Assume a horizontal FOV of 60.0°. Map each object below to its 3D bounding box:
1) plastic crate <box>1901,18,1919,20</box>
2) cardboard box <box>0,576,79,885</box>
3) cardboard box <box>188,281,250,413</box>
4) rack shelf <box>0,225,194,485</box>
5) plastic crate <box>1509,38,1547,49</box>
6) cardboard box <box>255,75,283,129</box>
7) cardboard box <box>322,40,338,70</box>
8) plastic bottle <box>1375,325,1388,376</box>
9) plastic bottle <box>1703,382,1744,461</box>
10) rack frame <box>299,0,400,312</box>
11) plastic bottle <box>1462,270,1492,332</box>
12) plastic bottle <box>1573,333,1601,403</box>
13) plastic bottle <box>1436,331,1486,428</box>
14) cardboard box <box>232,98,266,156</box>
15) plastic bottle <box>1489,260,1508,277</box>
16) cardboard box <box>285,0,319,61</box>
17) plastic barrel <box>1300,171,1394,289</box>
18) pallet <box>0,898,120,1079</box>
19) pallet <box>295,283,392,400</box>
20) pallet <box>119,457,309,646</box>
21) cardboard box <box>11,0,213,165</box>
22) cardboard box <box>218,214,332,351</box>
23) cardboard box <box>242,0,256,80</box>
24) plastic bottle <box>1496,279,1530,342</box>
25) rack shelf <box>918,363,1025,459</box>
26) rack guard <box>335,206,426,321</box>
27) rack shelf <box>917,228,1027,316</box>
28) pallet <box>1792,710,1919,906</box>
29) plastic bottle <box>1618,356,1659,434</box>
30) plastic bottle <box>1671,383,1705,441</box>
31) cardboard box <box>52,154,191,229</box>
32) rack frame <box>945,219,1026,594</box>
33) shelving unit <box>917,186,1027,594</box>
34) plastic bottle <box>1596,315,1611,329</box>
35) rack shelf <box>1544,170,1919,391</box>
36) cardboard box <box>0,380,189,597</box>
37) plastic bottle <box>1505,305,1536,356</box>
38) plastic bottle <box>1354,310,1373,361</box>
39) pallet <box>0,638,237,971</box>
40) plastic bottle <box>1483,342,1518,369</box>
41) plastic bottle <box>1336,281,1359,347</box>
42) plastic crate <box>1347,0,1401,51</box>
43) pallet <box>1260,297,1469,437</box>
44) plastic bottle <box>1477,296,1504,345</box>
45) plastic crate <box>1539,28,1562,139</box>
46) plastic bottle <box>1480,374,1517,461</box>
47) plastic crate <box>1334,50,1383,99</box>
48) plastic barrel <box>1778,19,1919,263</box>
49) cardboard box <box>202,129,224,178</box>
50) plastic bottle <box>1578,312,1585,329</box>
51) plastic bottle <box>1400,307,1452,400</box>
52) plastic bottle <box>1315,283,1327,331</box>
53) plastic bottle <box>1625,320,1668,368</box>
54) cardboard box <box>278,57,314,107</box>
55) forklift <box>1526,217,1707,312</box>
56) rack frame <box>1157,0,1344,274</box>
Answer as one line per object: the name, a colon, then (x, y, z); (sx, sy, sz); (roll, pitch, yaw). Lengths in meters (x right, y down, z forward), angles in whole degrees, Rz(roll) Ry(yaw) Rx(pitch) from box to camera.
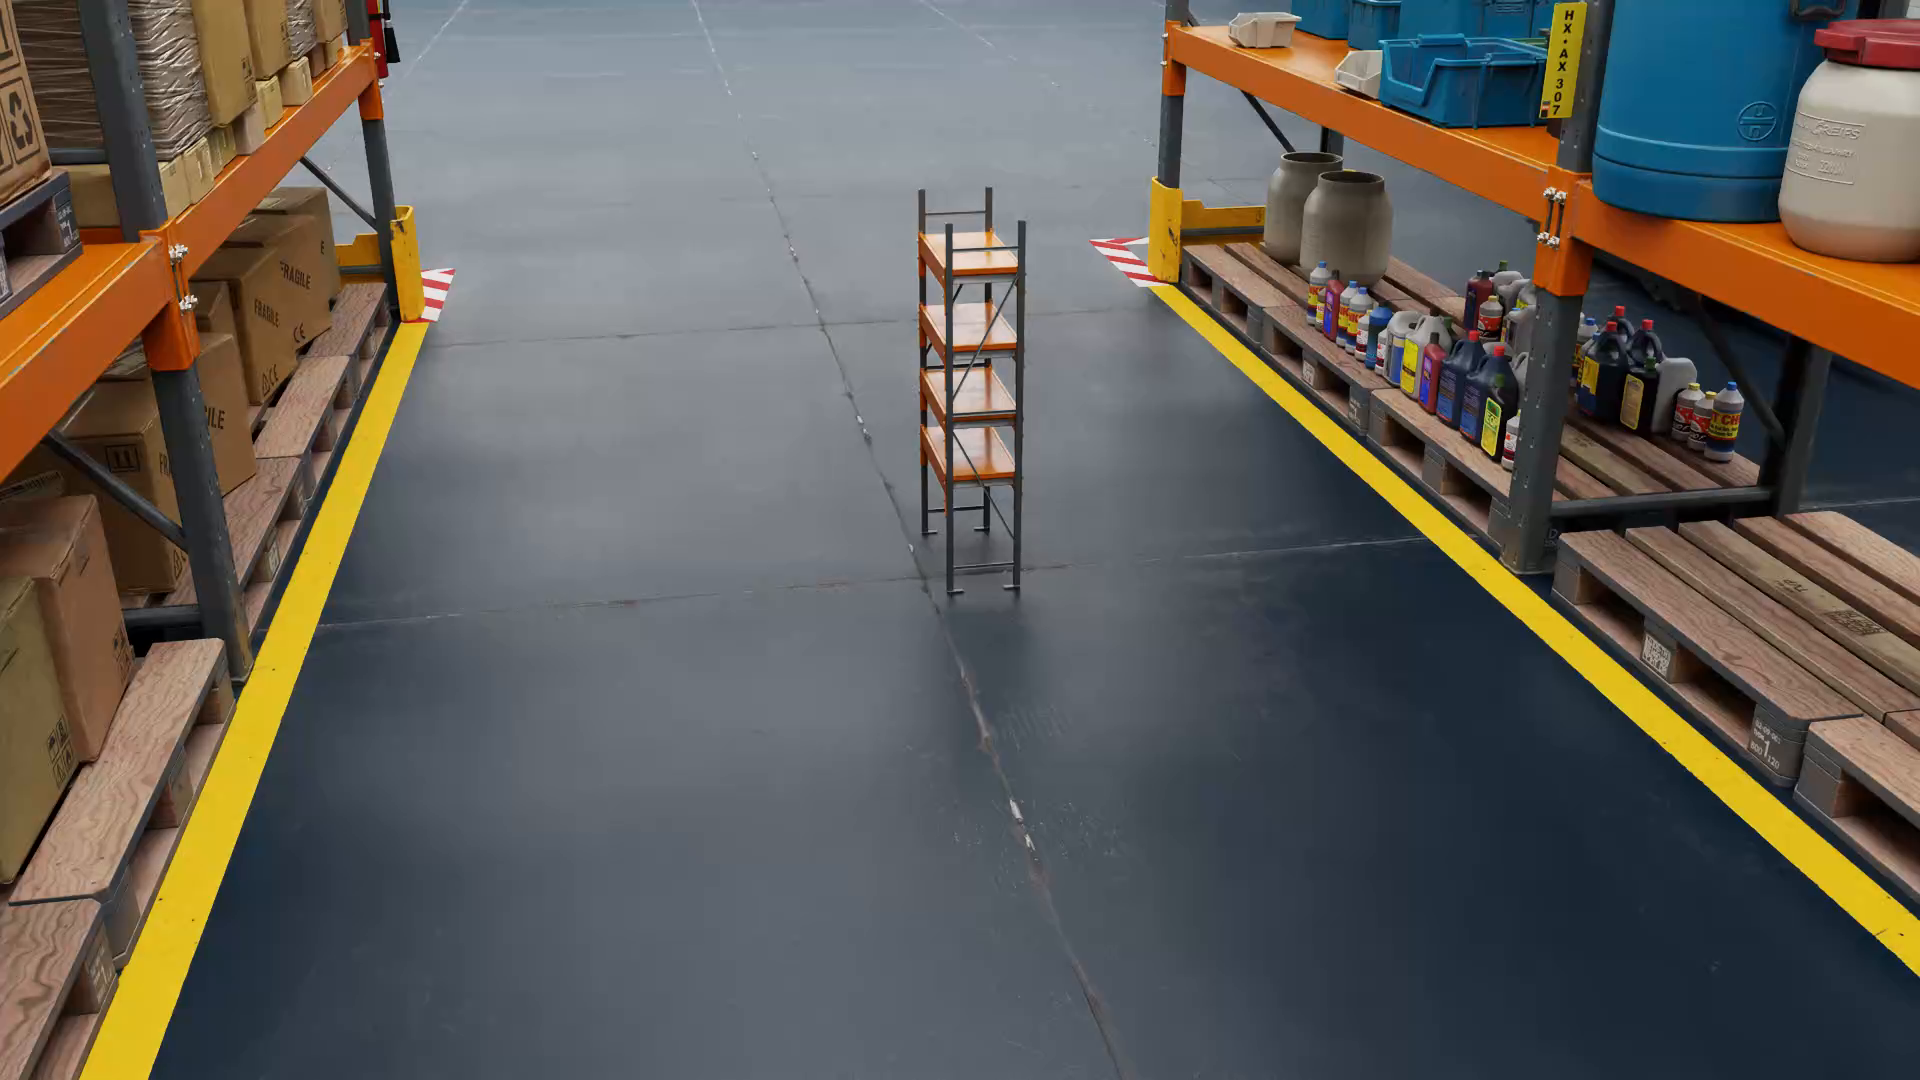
plastic crate: (2.698, -1.172, 4.606); (0.402, 0.464, 0.583); (-4, 24, -10)
cardboard box: (-2.398, 0.432, 3.587); (0.700, 0.500, 0.500); (-4, 24, -10)
cardboard box: (-2.900, -0.614, 6.007); (0.500, 0.500, 0.500); (-6, 24, -14)
rack shelf: (-2.190, 0.172, 2.507); (1.077, 0.370, 4.000); (-4, 24, -10)
plastic crate: (2.334, -1.768, 6.316); (0.450, 0.188, 0.662); (-4, 24, -10)
cardboard box: (-2.595, -1.525, 5.807); (0.380, 0.149, 0.250); (-4, 24, -10)
cardboard box: (-2.902, -2.113, 7.153); (0.380, 0.149, 0.250); (-4, 24, -10)
plastic bottle: (1.735, -0.773, 6.719); (0.097, 0.201, 0.097); (0, 24, 0)
plastic bottle: (2.679, -0.420, 5.822); (0.097, 0.271, 0.097); (0, 24, 0)
rack frame: (-3.300, -2.517, 7.766); (1.000, 3.000, 0.127); (-4, 24, -10)
plastic bottle: (2.253, -1.042, 7.231); (0.061, 0.283, 0.133); (-4, 24, -10)
plastic bottle: (2.420, -0.658, 6.369); (0.097, 0.271, 0.097); (0, 24, 0)
plastic bottle: (1.869, -0.606, 6.149); (0.144, 0.351, 0.185); (-6, 24, -12)
cardboard box: (-2.473, -1.330, 5.362); (0.380, 0.149, 0.250); (-4, 24, -10)
plastic bottle: (2.378, -1.106, 7.379); (0.061, 0.283, 0.133); (-4, 24, -8)
cardboard box: (-2.965, -2.094, 6.299); (0.875, 0.500, 0.500); (-4, 24, -10)
plastic barrel: (1.857, -1.486, 7.988); (0.421, 0.512, 0.421); (0, 24, 0)
pallet: (-2.186, 1.121, 2.920); (1.003, 0.211, 1.213); (-4, 24, -10)
pallet: (-3.170, -0.887, 7.518); (1.003, 0.211, 1.213); (-4, 24, -10)
pallet: (-2.719, 0.072, 5.321); (1.003, 0.211, 1.213); (-4, 24, -10)
cardboard box: (-2.583, -1.308, 4.500); (0.875, 0.500, 0.500); (-4, 24, -10)
cardboard box: (-3.057, -1.085, 7.085); (0.500, 0.500, 0.500); (2, 24, 4)
cardboard box: (-2.832, -1.696, 5.390); (0.875, 0.500, 0.500); (-4, 24, -10)
plastic bottle: (2.383, -0.992, 7.126); (0.152, 0.276, 0.135); (-5, 24, -11)
rack shelf: (0.031, -0.423, 5.388); (0.258, 0.148, 0.480); (-4, 24, -10)
rack guard: (-3.286, -1.342, 8.198); (1.175, 0.500, 0.348); (-4, 24, -10)
rack shelf: (0.031, -0.845, 5.203); (0.258, 0.148, 0.480); (-4, 24, -10)
pallet: (2.720, 0.754, 3.760); (1.003, 0.211, 1.213); (-4, 24, -10)
plastic bottle: (2.488, -0.542, 6.088); (0.061, 0.283, 0.133); (-4, 24, -10)
plastic bottle: (2.642, -0.468, 6.020); (0.097, 0.201, 0.097); (0, 24, 0)
cardboard box: (-2.304, -0.936, 4.459); (0.380, 0.149, 0.250); (-4, 24, -10)
rack frame: (0.076, -0.389, 5.141); (0.240, 1.200, 0.015); (-4, 24, -10)
shelving unit: (0.031, -0.485, 5.361); (0.258, 1.200, 0.503); (-4, 24, -10)
plastic bottle: (2.541, -0.758, 6.582); (0.061, 0.283, 0.133); (-3, 24, -7)
rack shelf: (2.677, -0.194, 3.346); (1.077, 0.370, 4.000); (-4, 24, -10)
cardboard box: (-2.595, -0.151, 4.947); (0.500, 0.500, 0.500); (-5, 24, -11)
plastic bottle: (2.311, -0.833, 6.763); (0.152, 0.276, 0.135); (-4, 24, -10)
plastic bottle: (1.697, -0.854, 6.904); (0.097, 0.201, 0.097); (0, 24, 0)
pallet: (-2.415, 0.640, 4.021); (1.003, 0.211, 1.213); (-4, 24, -10)
plastic bottle: (2.010, -0.592, 6.212); (0.152, 0.276, 0.135); (-4, 24, -10)
plastic bottle: (1.660, -0.964, 7.069); (0.097, 0.271, 0.097); (0, 24, 0)
plastic crate: (2.069, -2.385, 7.649); (0.499, 0.251, 0.408); (-4, 24, -10)
pallet: (1.995, -0.781, 7.274); (1.003, 0.211, 1.213); (-4, 24, -10)
plastic bottle: (2.264, -0.941, 7.103); (0.097, 0.201, 0.097); (0, 24, 0)
plastic crate: (2.336, -1.498, 5.509); (0.767, 0.338, 0.504); (-4, 24, -10)
plastic bottle: (1.894, -0.432, 5.836); (0.061, 0.283, 0.133); (-3, 24, -7)
plastic crate: (1.758, -1.810, 6.475); (0.530, 0.136, 0.437); (-4, 24, -10)
plastic barrel: (2.269, -0.980, 4.077); (0.433, 0.535, 0.433); (0, 24, 0)
cardboard box: (-2.411, -1.131, 4.907); (0.380, 0.149, 0.250); (-4, 24, -10)
plastic bottle: (2.452, -0.888, 6.795); (0.144, 0.351, 0.185); (-4, 24, -10)
plastic bottle: (1.810, -0.733, 6.440); (0.144, 0.351, 0.185); (-4, 24, -10)
plastic bottle: (1.616, -1.026, 7.299); (0.097, 0.201, 0.097); (0, 24, 0)
plastic bottle: (2.566, -0.647, 6.243); (0.144, 0.351, 0.185); (-4, 24, -8)
cardboard box: (-2.664, -1.723, 6.262); (0.380, 0.149, 0.250); (-4, 24, -10)
forklift: (4.105, -2.642, 8.137); (1.130, 2.935, 3.031); (-3, 24, -8)
rack frame: (1.568, -2.884, 8.606); (1.000, 3.000, 0.127); (-4, 24, -10)
